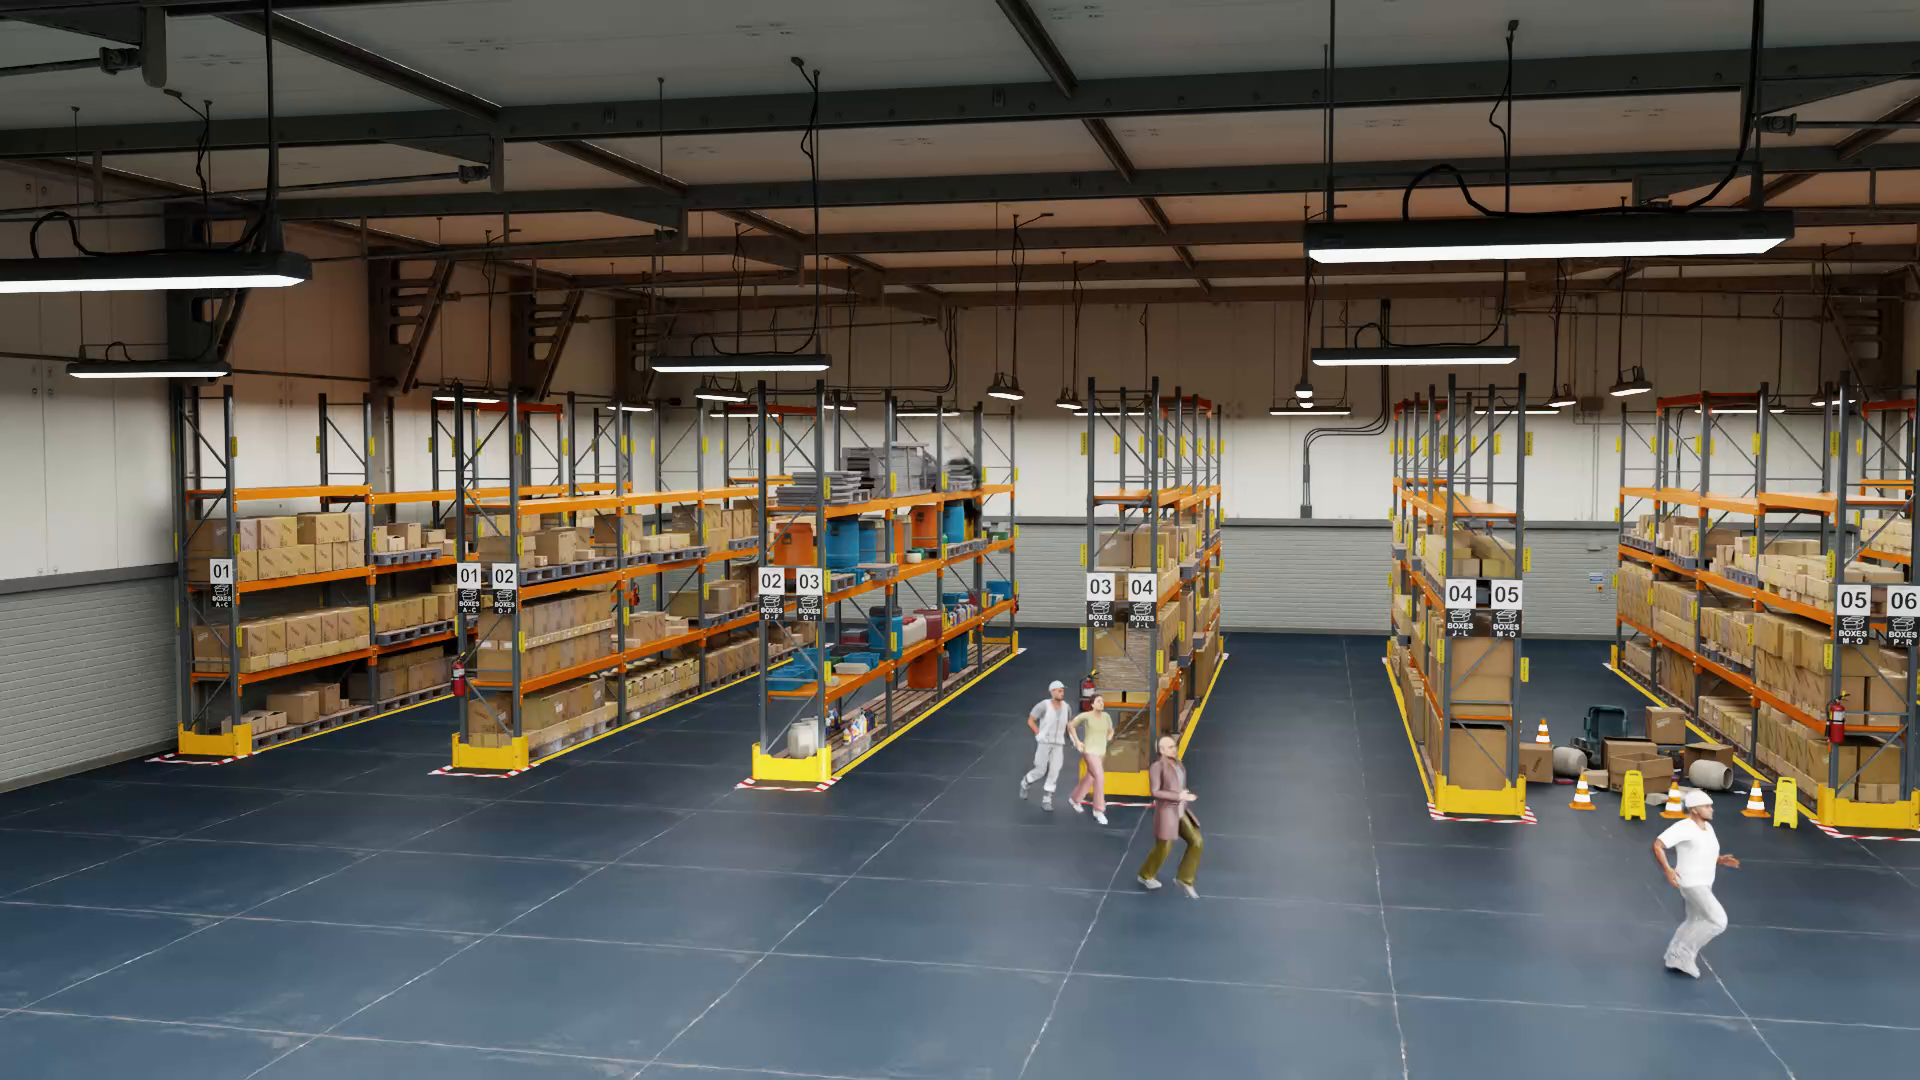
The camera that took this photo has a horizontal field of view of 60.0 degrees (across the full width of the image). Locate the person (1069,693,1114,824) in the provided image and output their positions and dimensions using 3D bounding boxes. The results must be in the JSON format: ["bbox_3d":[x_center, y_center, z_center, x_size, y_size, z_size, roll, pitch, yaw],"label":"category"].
[{"bbox_3d":[1.809,2.909,22.420,0.575,1.681,0.850,-3,4,-39],"label":"person"}]

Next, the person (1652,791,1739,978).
[{"bbox_3d":[6.977,3.244,15.682,0.666,1.747,0.695,3,4,43],"label":"person"}]

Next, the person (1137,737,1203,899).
[{"bbox_3d":[2.355,3.100,18.585,0.723,1.820,0.826,-3,4,-42],"label":"person"}]

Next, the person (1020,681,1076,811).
[{"bbox_3d":[1.280,2.829,23.121,0.722,1.750,0.804,-1,4,-25],"label":"person"}]
